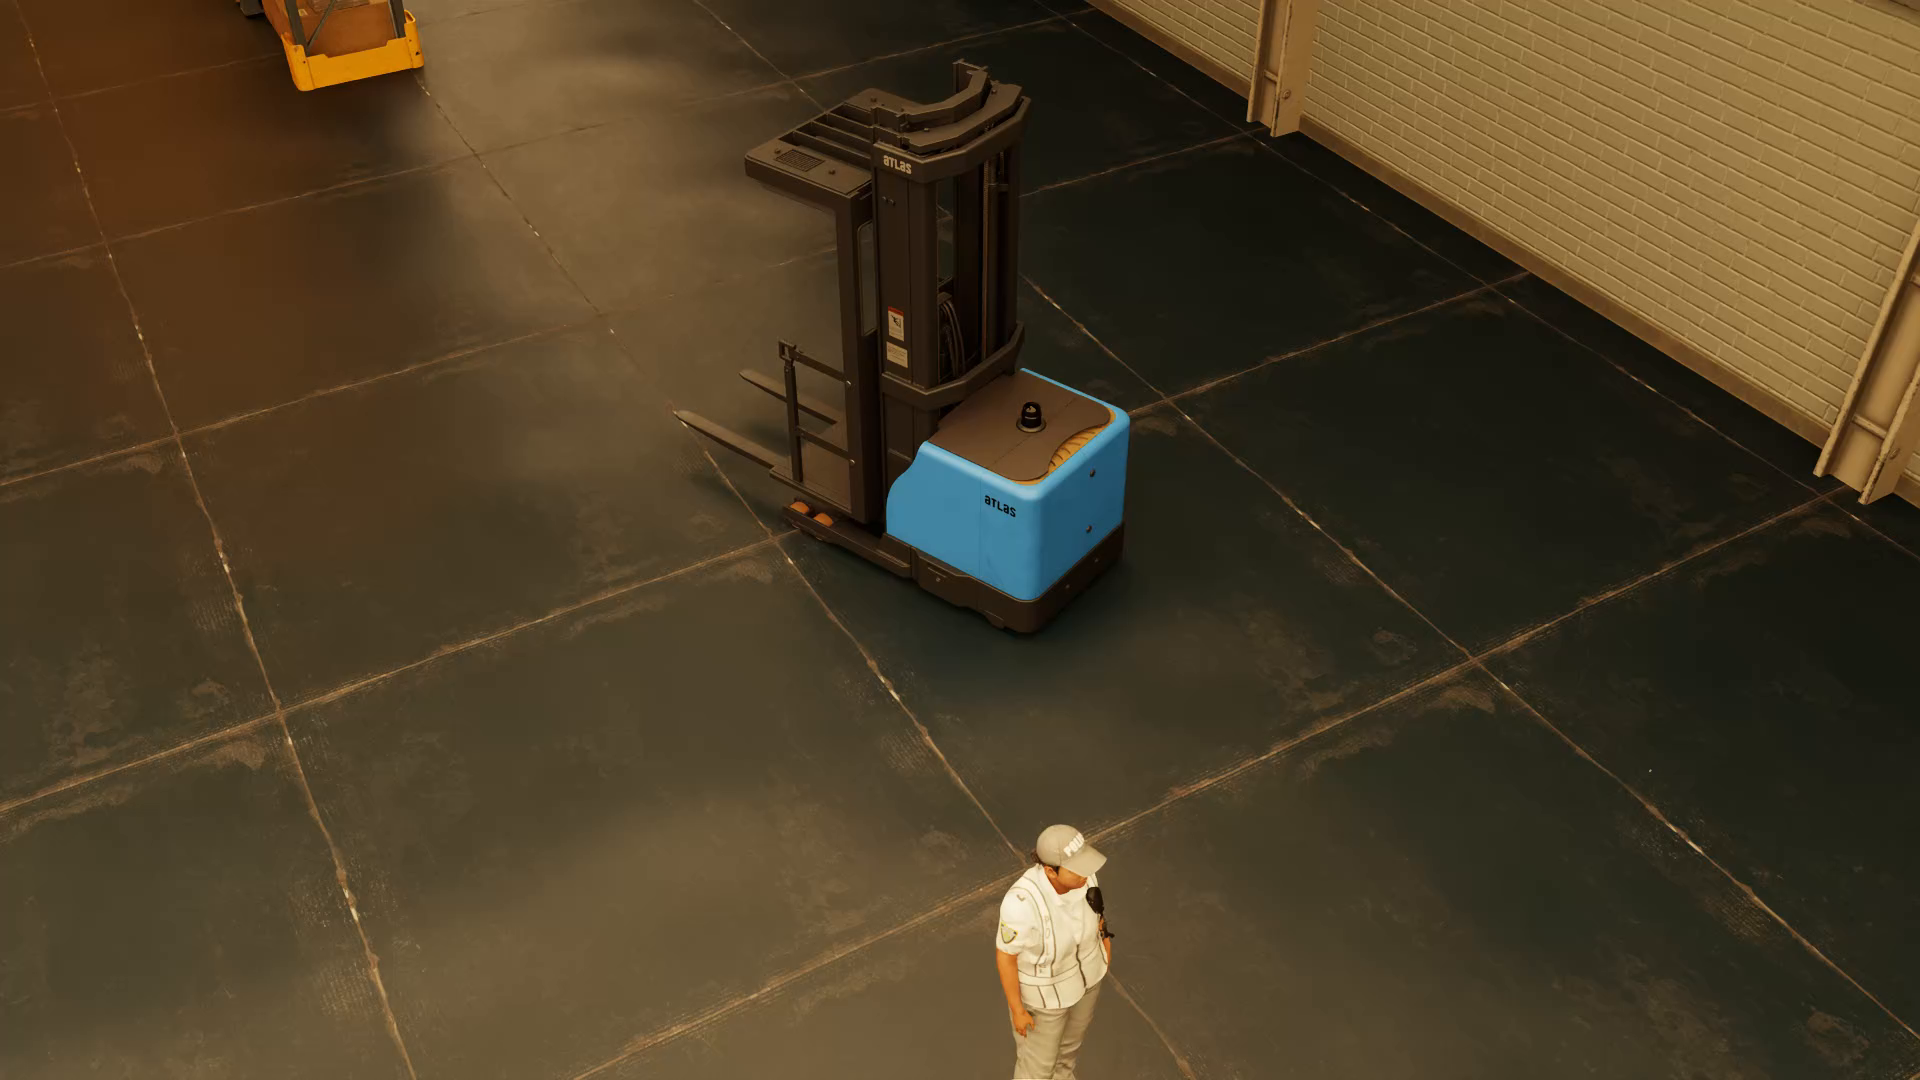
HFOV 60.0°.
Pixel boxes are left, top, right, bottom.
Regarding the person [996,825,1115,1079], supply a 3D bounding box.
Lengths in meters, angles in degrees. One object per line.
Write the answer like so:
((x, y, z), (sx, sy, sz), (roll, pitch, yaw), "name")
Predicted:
((0.434, 1.843, 6.794), (0.598, 1.670, 0.527), (-31, 49, -32), "person")

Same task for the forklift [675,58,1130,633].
((-0.481, -1.366, 9.683), (3.031, 2.935, 1.130), (26, 46, 28), "forklift")
